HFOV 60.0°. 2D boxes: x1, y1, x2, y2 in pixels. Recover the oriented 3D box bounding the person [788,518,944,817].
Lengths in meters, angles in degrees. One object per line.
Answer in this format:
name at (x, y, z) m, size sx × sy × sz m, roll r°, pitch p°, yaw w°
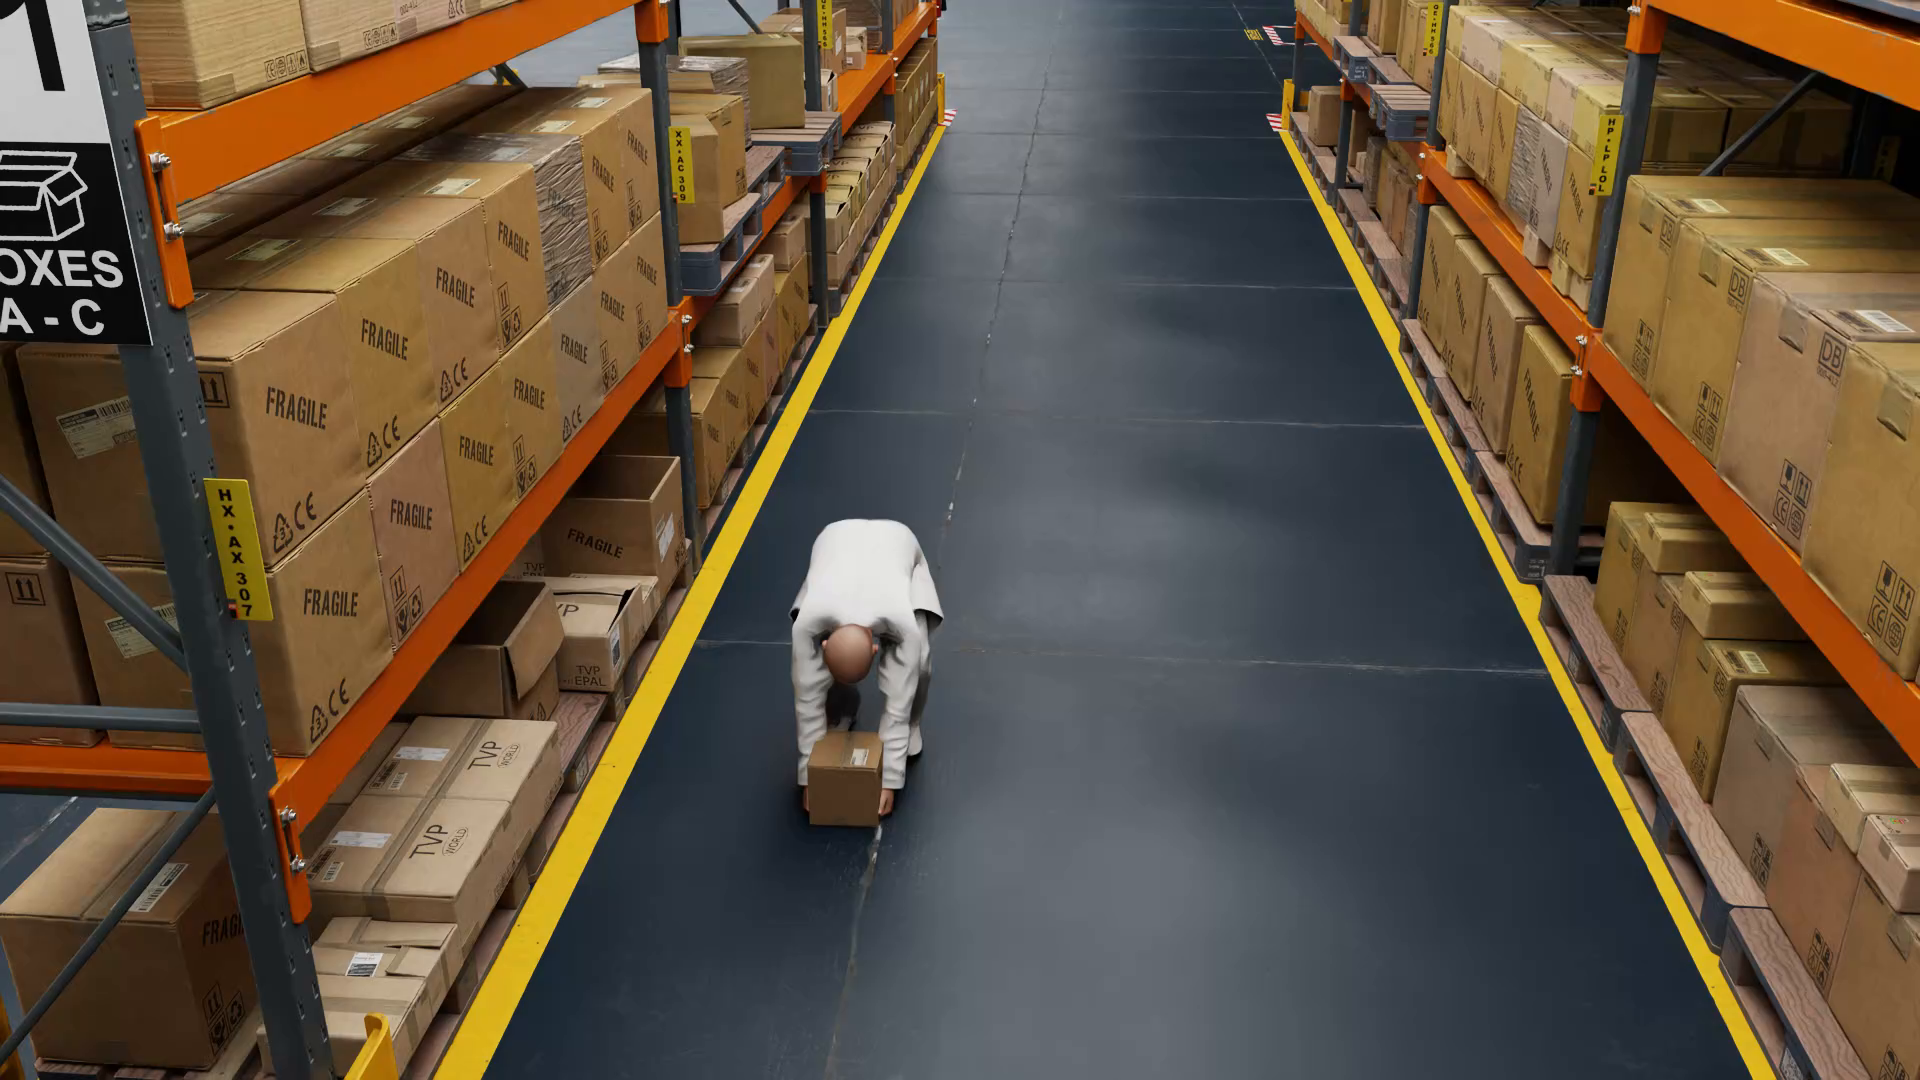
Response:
person at (-0.367, 0.434, 6.231) m, size 0.595 × 0.923 × 0.950 m, roll 2°, pitch 24°, yaw 5°
